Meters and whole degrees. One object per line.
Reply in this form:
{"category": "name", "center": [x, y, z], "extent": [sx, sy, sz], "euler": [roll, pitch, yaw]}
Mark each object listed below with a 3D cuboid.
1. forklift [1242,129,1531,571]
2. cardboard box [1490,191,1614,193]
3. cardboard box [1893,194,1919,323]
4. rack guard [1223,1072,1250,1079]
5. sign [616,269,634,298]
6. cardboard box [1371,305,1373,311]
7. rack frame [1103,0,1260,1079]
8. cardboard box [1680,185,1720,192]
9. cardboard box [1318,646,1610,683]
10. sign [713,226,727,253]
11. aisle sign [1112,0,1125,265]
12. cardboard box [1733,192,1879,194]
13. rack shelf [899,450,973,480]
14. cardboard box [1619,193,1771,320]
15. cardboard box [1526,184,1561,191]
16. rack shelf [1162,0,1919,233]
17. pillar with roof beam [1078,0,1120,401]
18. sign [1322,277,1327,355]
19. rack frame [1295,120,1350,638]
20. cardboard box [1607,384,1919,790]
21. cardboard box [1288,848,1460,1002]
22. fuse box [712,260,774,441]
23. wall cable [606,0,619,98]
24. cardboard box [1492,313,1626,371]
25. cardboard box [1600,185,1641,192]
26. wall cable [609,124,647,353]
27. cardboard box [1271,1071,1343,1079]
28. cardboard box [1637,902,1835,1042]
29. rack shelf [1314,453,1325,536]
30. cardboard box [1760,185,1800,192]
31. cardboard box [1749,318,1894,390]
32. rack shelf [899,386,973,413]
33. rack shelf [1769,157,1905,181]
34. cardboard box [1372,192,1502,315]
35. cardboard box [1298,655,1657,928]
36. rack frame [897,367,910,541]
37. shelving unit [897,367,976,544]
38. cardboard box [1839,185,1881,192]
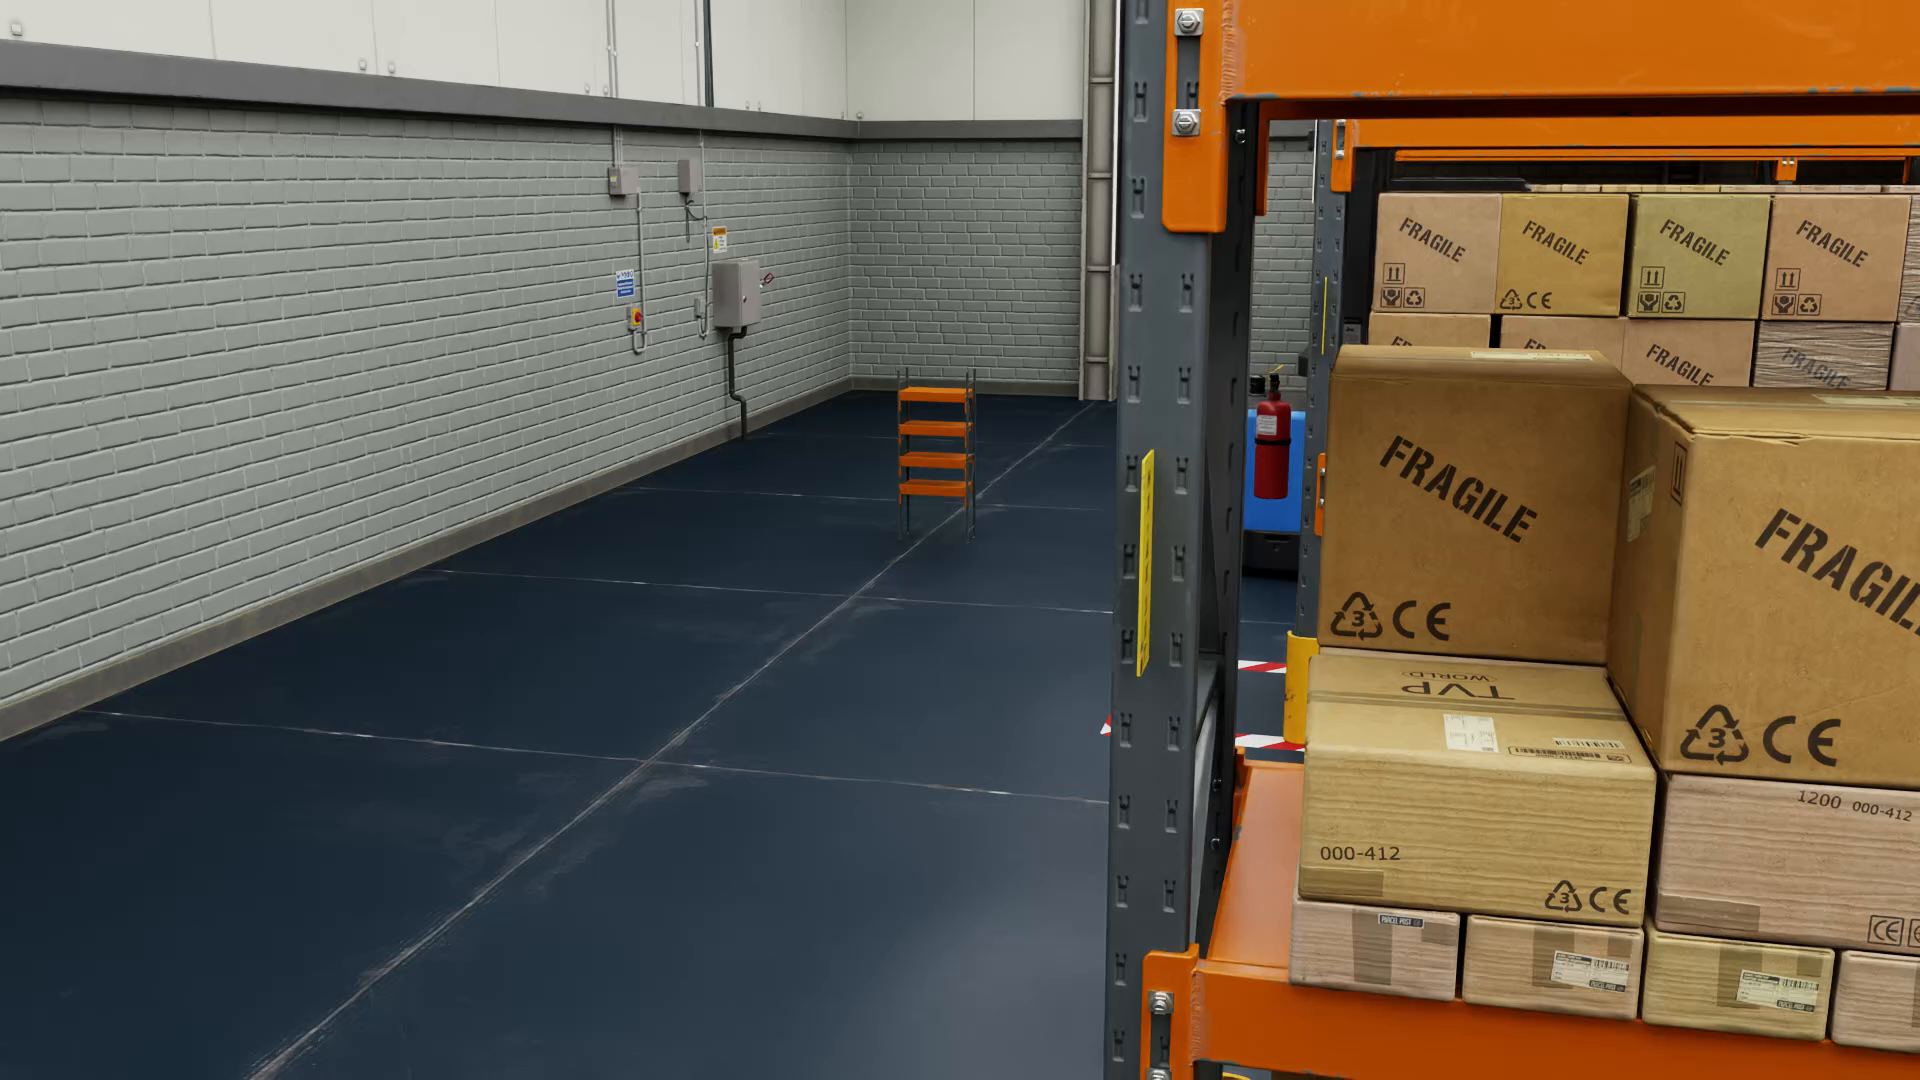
{"category": "forklift", "center": [3.010, -1.232, 10.519], "extent": [3.031, 2.935, 1.130], "euler": [4, 13, 17]}
{"category": "cardboard box", "center": [2.697, -1.343, 7.634], "extent": [0.500, 0.500, 0.500], "euler": [3, 13, 12]}
{"category": "cardboard box", "center": [4.067, -1.156, 6.791], "extent": [0.500, 0.500, 0.500], "euler": [3, 13, 15]}
{"category": "rack guard", "center": [0.391, 1.599, 3.374], "extent": [0.348, 0.500, 1.175], "euler": [3, 13, 14]}
{"category": "sign", "center": [-2.762, -2.117, 13.727], "extent": [0.001, 0.218, 0.327], "euler": [3, 13, 14]}
{"category": "cardboard box", "center": [2.199, -0.883, 7.871], "extent": [0.500, 0.500, 0.500], "euler": [3, 13, 15]}
{"category": "rack frame", "center": [0.415, 0.379, 3.101], "extent": [0.053, 2.616, 0.949], "euler": [3, 13, 14]}
{"category": "cardboard box", "center": [5.071, -2.379, 11.495], "extent": [0.250, 0.149, 0.380], "euler": [3, 13, 12]}
{"category": "cardboard box", "center": [0.949, 0.277, 3.220], "extent": [0.500, 0.250, 0.500], "euler": [3, 13, 13]}
{"category": "sign", "center": [-2.261, -2.829, 15.651], "extent": [0.001, 0.242, 0.339], "euler": [3, 13, 14]}
{"category": "aisle sign", "center": [0.273, -0.830, 2.549], "extent": [0.004, 0.787, 0.394], "euler": [3, 13, 14]}
{"category": "cardboard box", "center": [3.718, -1.291, 7.400], "extent": [0.500, 0.500, 0.500], "euler": [3, 13, 12]}
{"category": "rack shelf", "center": [-0.161, -0.529, 11.657], "extent": [0.480, 0.148, 0.258], "euler": [3, 13, 14]}
{"category": "cardboard box", "center": [3.064, -1.205, 7.012], "extent": [0.500, 0.500, 0.500], "euler": [3, 13, 12]}
{"category": "cardboard box", "center": [4.091, -2.433, 11.737], "extent": [0.250, 0.149, 0.380], "euler": [3, 13, 14]}
{"category": "rack shelf", "center": [2.356, -0.630, 2.383], "extent": [4.000, 0.370, 1.077], "euler": [3, 13, 14]}
{"category": "pillar with roof beam", "center": [0.541, -5.101, 13.951], "extent": [0.400, 9.000, 9.100], "euler": [3, 13, 14]}
{"category": "sign", "center": [1.571, -0.967, 7.167], "extent": [0.005, 0.325, 0.100], "euler": [3, 13, 14]}
{"category": "rack frame", "center": [1.701, -0.658, 7.775], "extent": [0.127, 3.000, 1.000], "euler": [3, 13, 14]}
{"category": "cardboard box", "center": [1.301, 0.049, 2.515], "extent": [0.500, 0.500, 0.500], "euler": [3, 13, 12]}
{"category": "cardboard box", "center": [0.680, 0.590, 2.729], "extent": [0.250, 0.149, 0.380], "euler": [3, 13, 14]}
{"category": "fuse box", "center": [-2.046, -1.797, 15.884], "extent": [0.414, 1.711, 0.539], "euler": [3, 13, 14]}
{"category": "wall cable", "center": [-2.801, -4.869, 12.904], "extent": [0.029, 3.000, 0.463], "euler": [3, 13, 14]}
{"category": "cardboard box", "center": [2.596, -0.748, 7.264], "extent": [0.500, 0.500, 0.500], "euler": [3, 13, 14]}
{"category": "cardboard box", "center": [4.563, -2.392, 11.553], "extent": [0.250, 0.149, 0.380], "euler": [3, 13, 12]}
{"category": "wall cable", "center": [-2.691, -2.503, 13.674], "extent": [0.123, 1.953, 0.585], "euler": [3, 13, 14]}
{"category": "cardboard box", "center": [1.055, 1.228, 3.208], "extent": [0.875, 0.875, 0.875], "euler": [3, 13, 14]}
{"category": "cardboard box", "center": [1.178, 0.616, 2.611], "extent": [0.250, 0.149, 0.380], "euler": [3, 13, 12]}
{"category": "rack shelf", "center": [3.643, -0.203, 7.385], "extent": [4.000, 0.370, 1.077], "euler": [3, 13, 14]}
{"category": "cardboard box", "center": [5.577, -2.360, 11.410], "extent": [0.250, 0.149, 0.380], "euler": [3, 13, 13]}
{"category": "cardboard box", "center": [3.565, -0.695, 7.024], "extent": [0.500, 0.500, 0.500], "euler": [3, 13, 12]}
{"category": "rack shelf", "center": [-0.161, -0.978, 11.557], "extent": [0.480, 0.148, 0.258], "euler": [3, 13, 14]}
{"category": "rack shelf", "center": [9.800, -3.550, 15.546], "extent": [4.000, 0.370, 1.077], "euler": [3, 13, 14]}
{"category": "cardboard box", "center": [2.073, -1.261, 7.267], "extent": [0.500, 0.500, 0.500], "euler": [3, 13, 13]}
{"category": "cardboard box", "center": [0.816, 0.389, 2.714], "extent": [0.500, 0.250, 0.500], "euler": [3, 13, 12]}
{"category": "rack frame", "center": [-0.398, -0.607, 11.700], "extent": [0.015, 1.200, 0.240], "euler": [3, 13, 14]}
{"category": "shelving unit", "center": [-0.161, -0.594, 11.643], "extent": [0.503, 1.200, 0.258], "euler": [3, 13, 14]}
{"category": "cardboard box", "center": [6.067, -2.336, 11.301], "extent": [0.250, 0.149, 0.380], "euler": [3, 13, 15]}
